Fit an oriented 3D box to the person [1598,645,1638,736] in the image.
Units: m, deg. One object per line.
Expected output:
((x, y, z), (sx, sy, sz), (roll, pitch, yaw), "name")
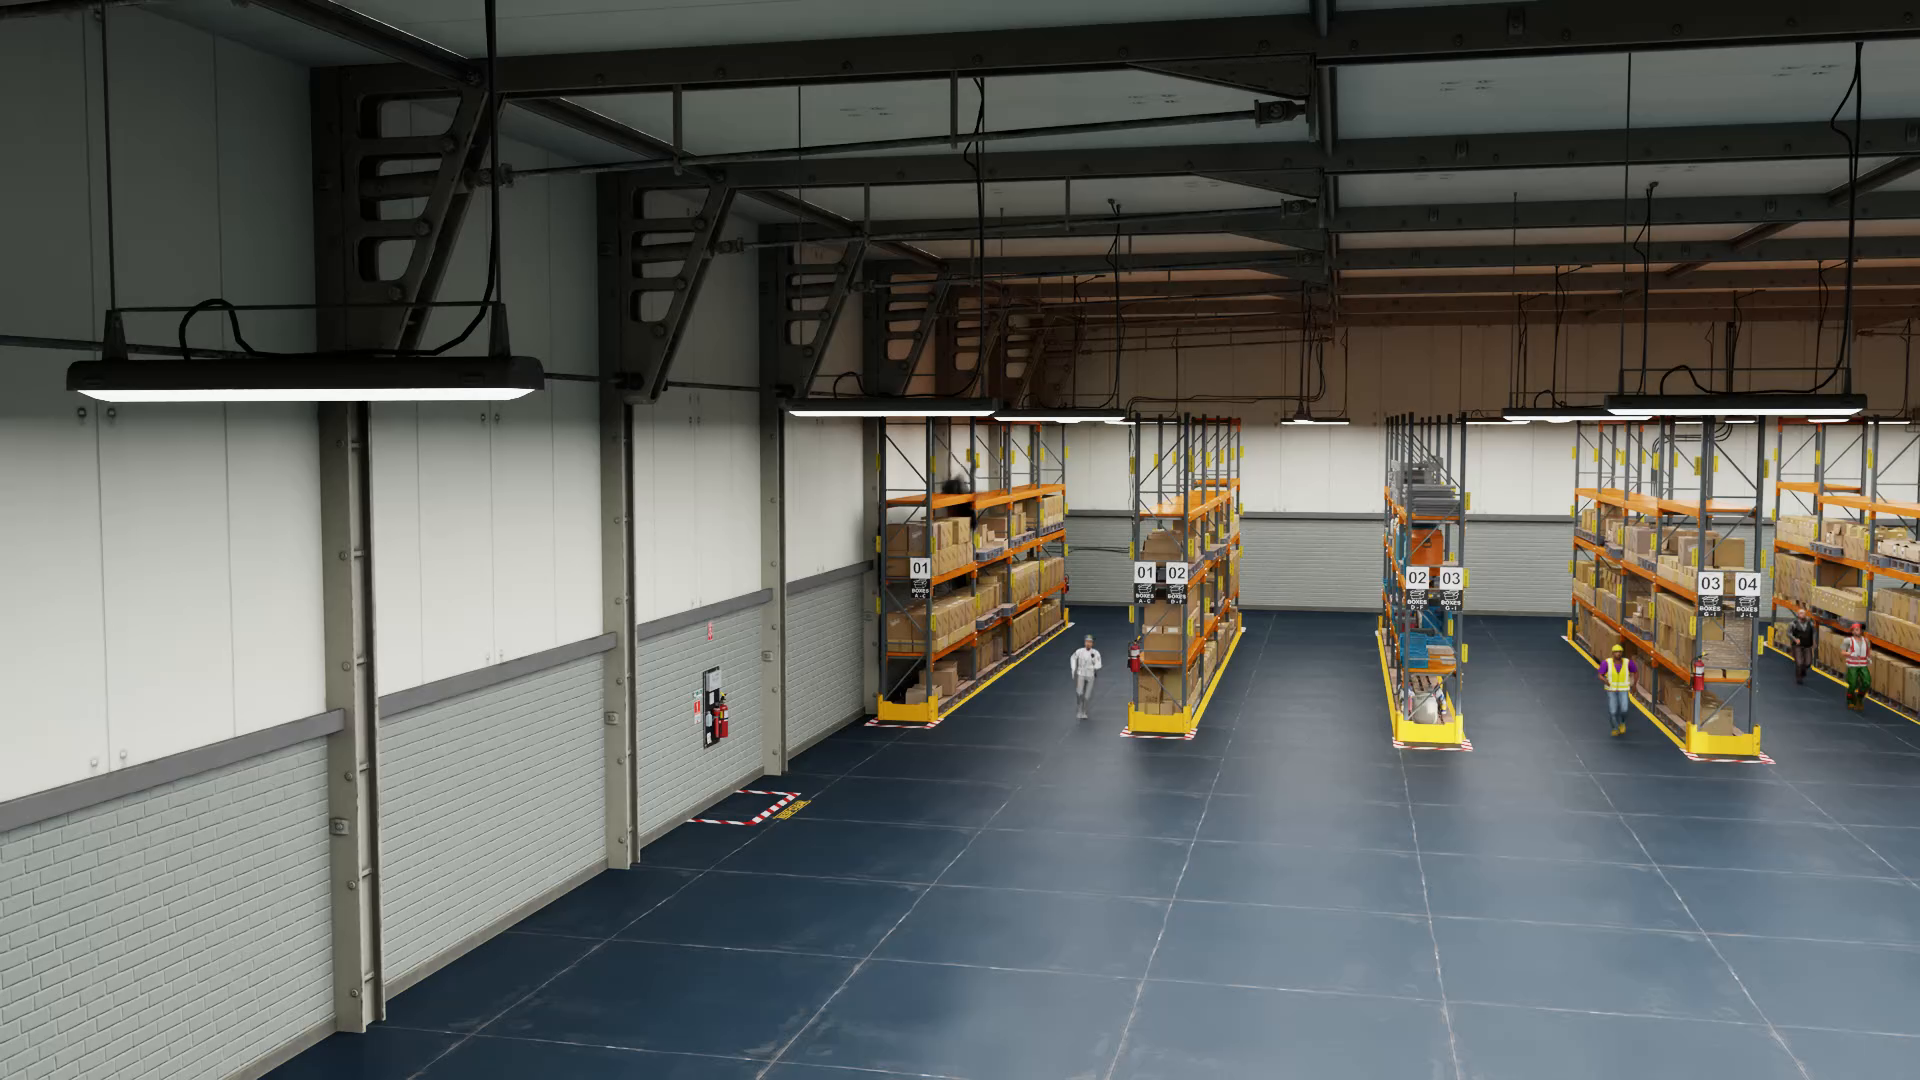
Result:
((12.164, 2.784, 30.743), (0.709, 1.712, 0.659), (1, 4, 19), "person")

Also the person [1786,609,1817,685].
((18.771, 2.385, 37.081), (0.660, 1.679, 0.580), (1, 4, 12), "person")

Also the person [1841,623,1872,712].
((18.098, 2.570, 33.497), (0.634, 1.786, 0.645), (1, 4, 8), "person")

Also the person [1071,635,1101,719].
((2.473, 2.684, 32.602), (0.595, 1.660, 0.604), (0, 4, 2), "person")
